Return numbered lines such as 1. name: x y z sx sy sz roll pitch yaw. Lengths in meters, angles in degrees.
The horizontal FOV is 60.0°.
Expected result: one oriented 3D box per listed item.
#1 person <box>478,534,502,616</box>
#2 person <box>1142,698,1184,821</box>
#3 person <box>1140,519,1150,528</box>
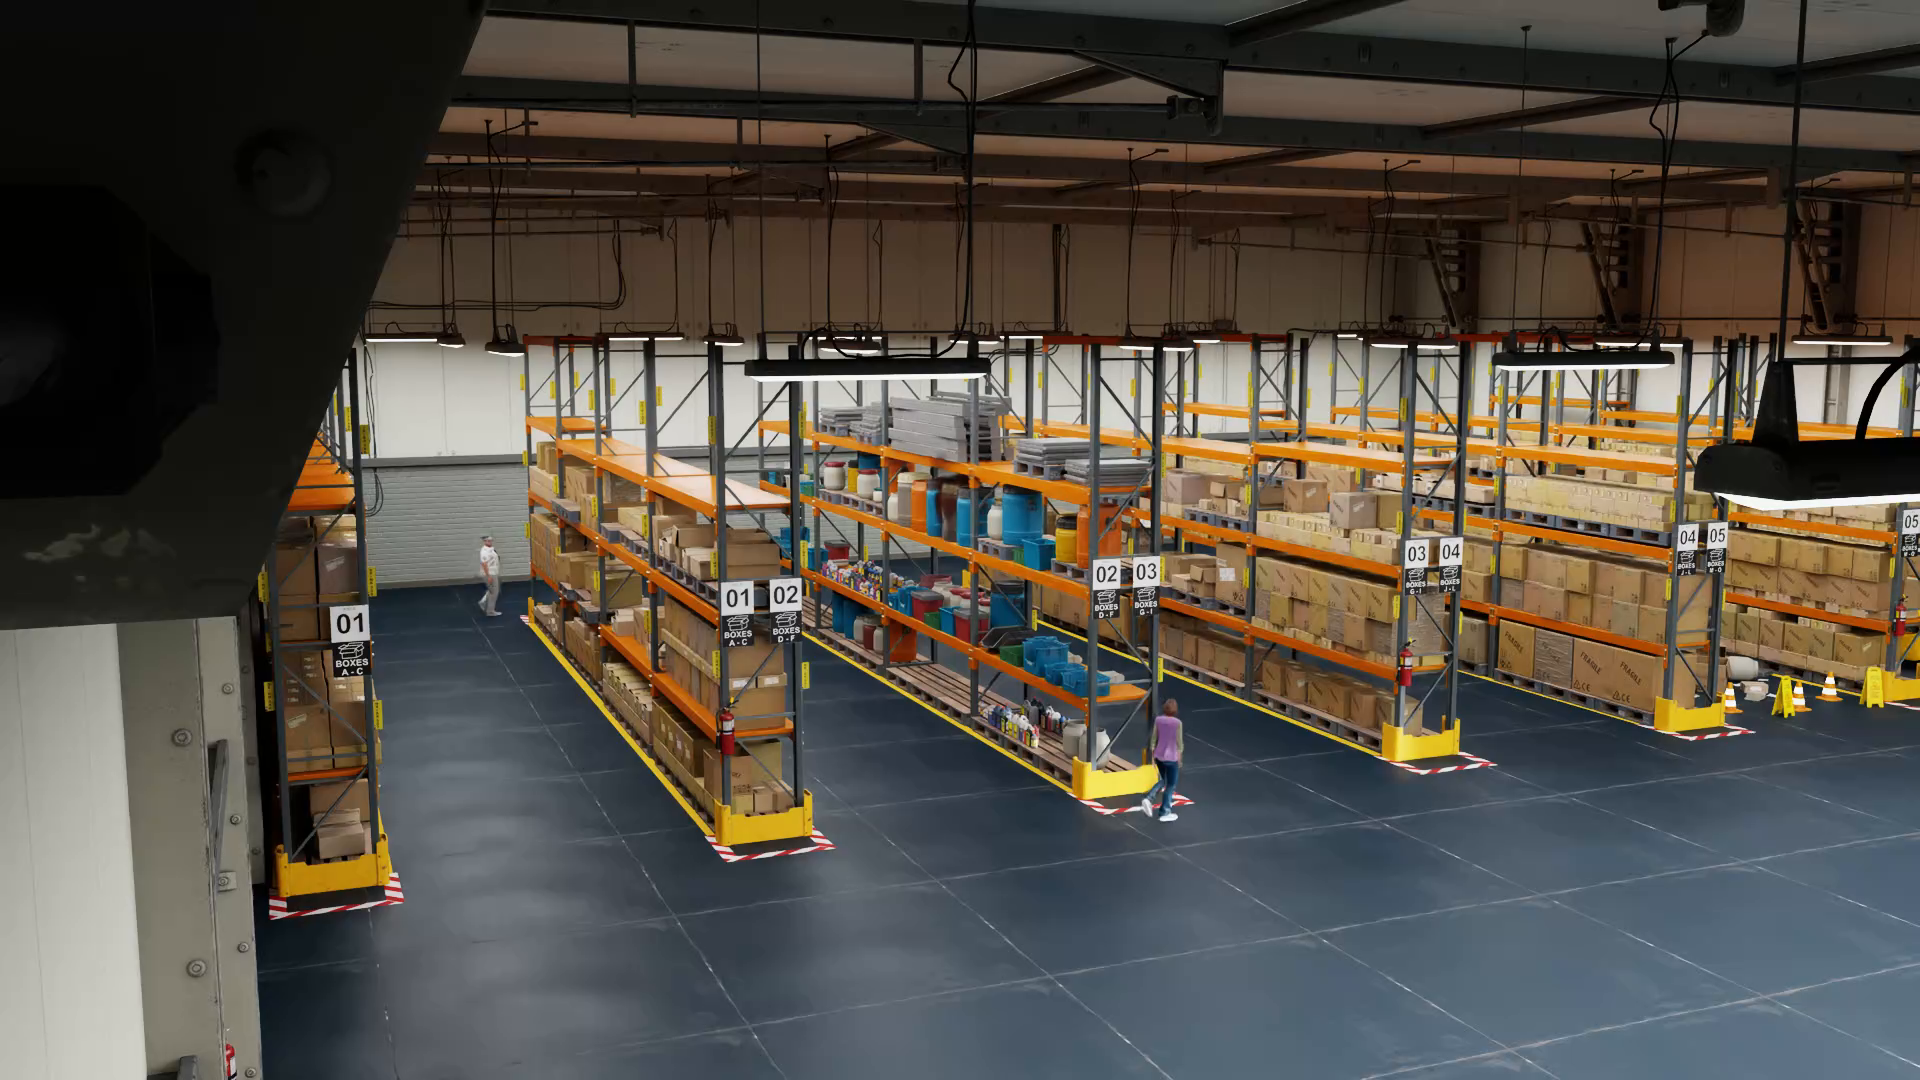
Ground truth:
1. person: -10.017 0.735 35.420 0.512 1.754 0.590 -4 9 -28
2. person: 2.558 2.763 20.878 0.487 1.581 0.399 -5 9 -34
3. person: 4.591 -0.082 41.611 0.538 1.805 0.501 7 10 43
